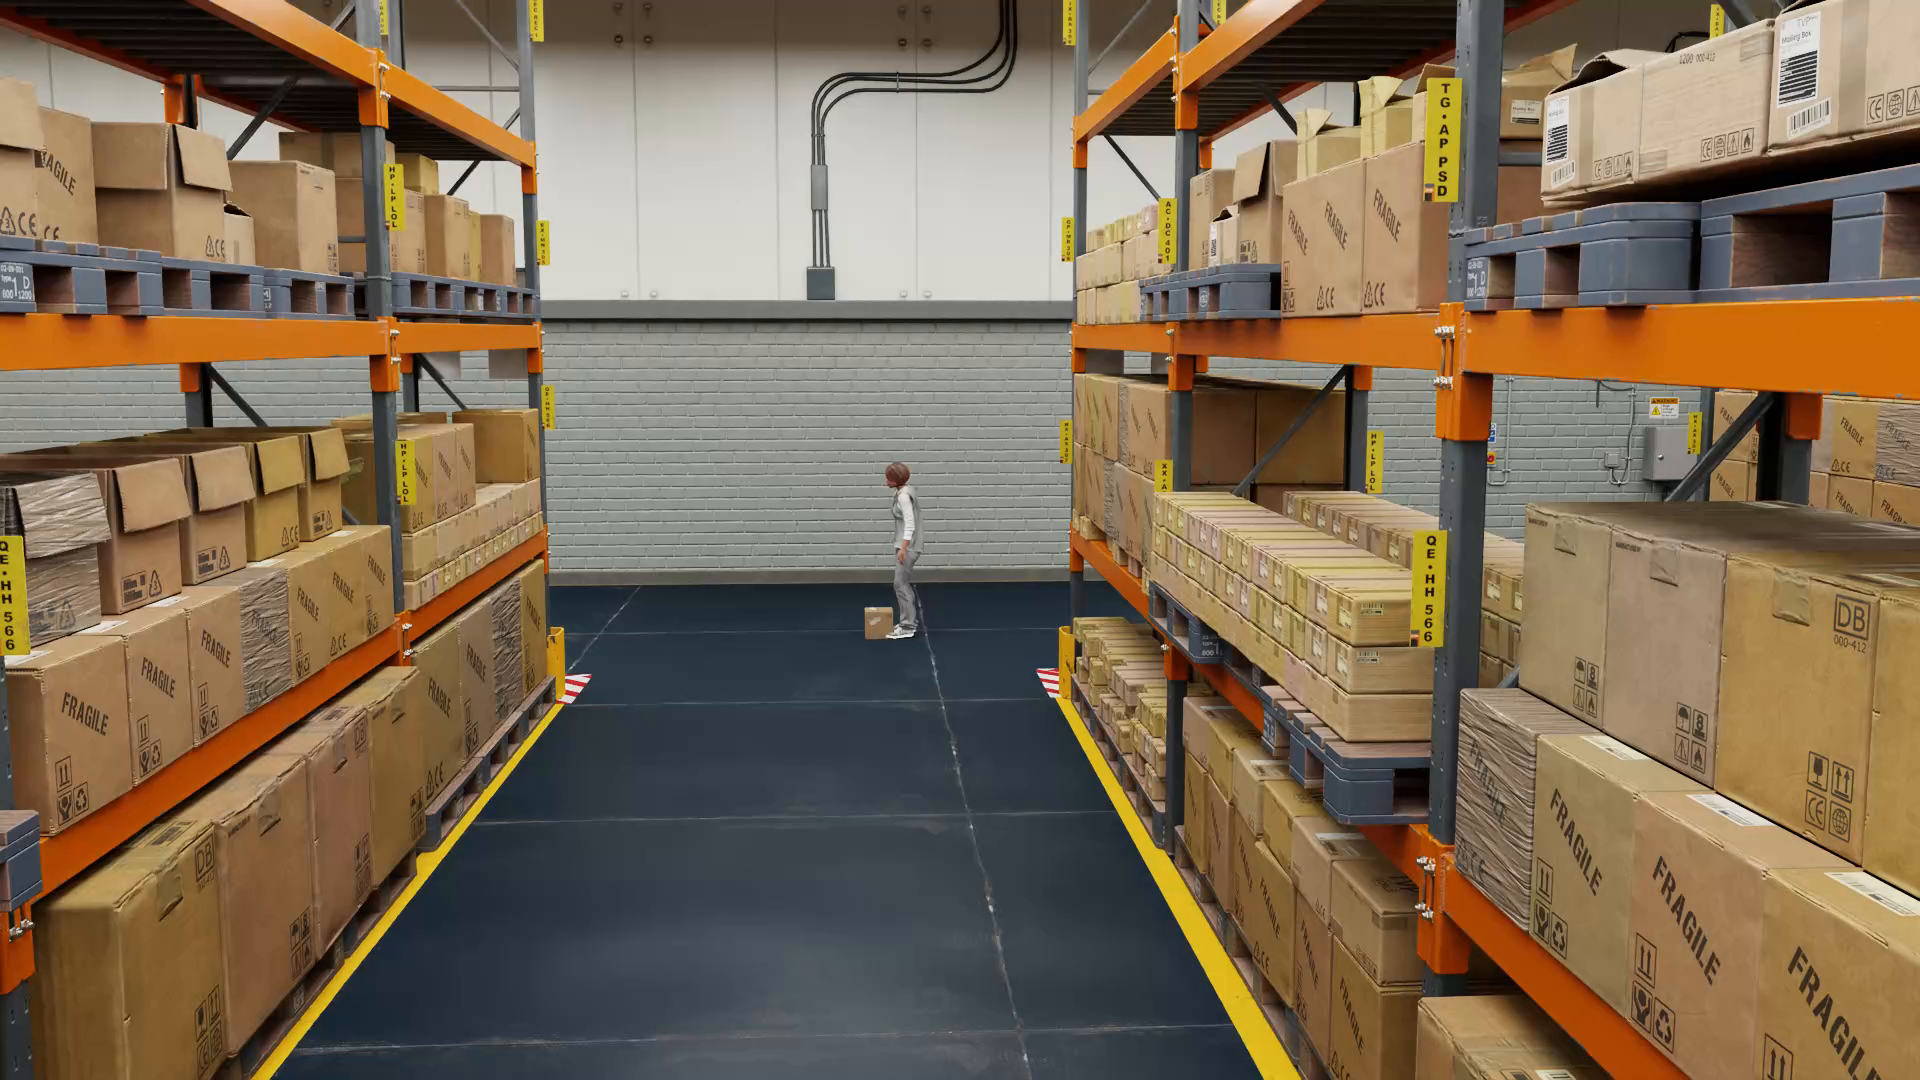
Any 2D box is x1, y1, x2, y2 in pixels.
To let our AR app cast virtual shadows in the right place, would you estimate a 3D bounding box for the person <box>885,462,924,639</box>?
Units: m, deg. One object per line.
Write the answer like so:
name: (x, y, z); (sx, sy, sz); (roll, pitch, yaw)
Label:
person: (-0.512, 0.095, 15.089); (0.366, 1.580, 0.472); (-1, 7, -5)
